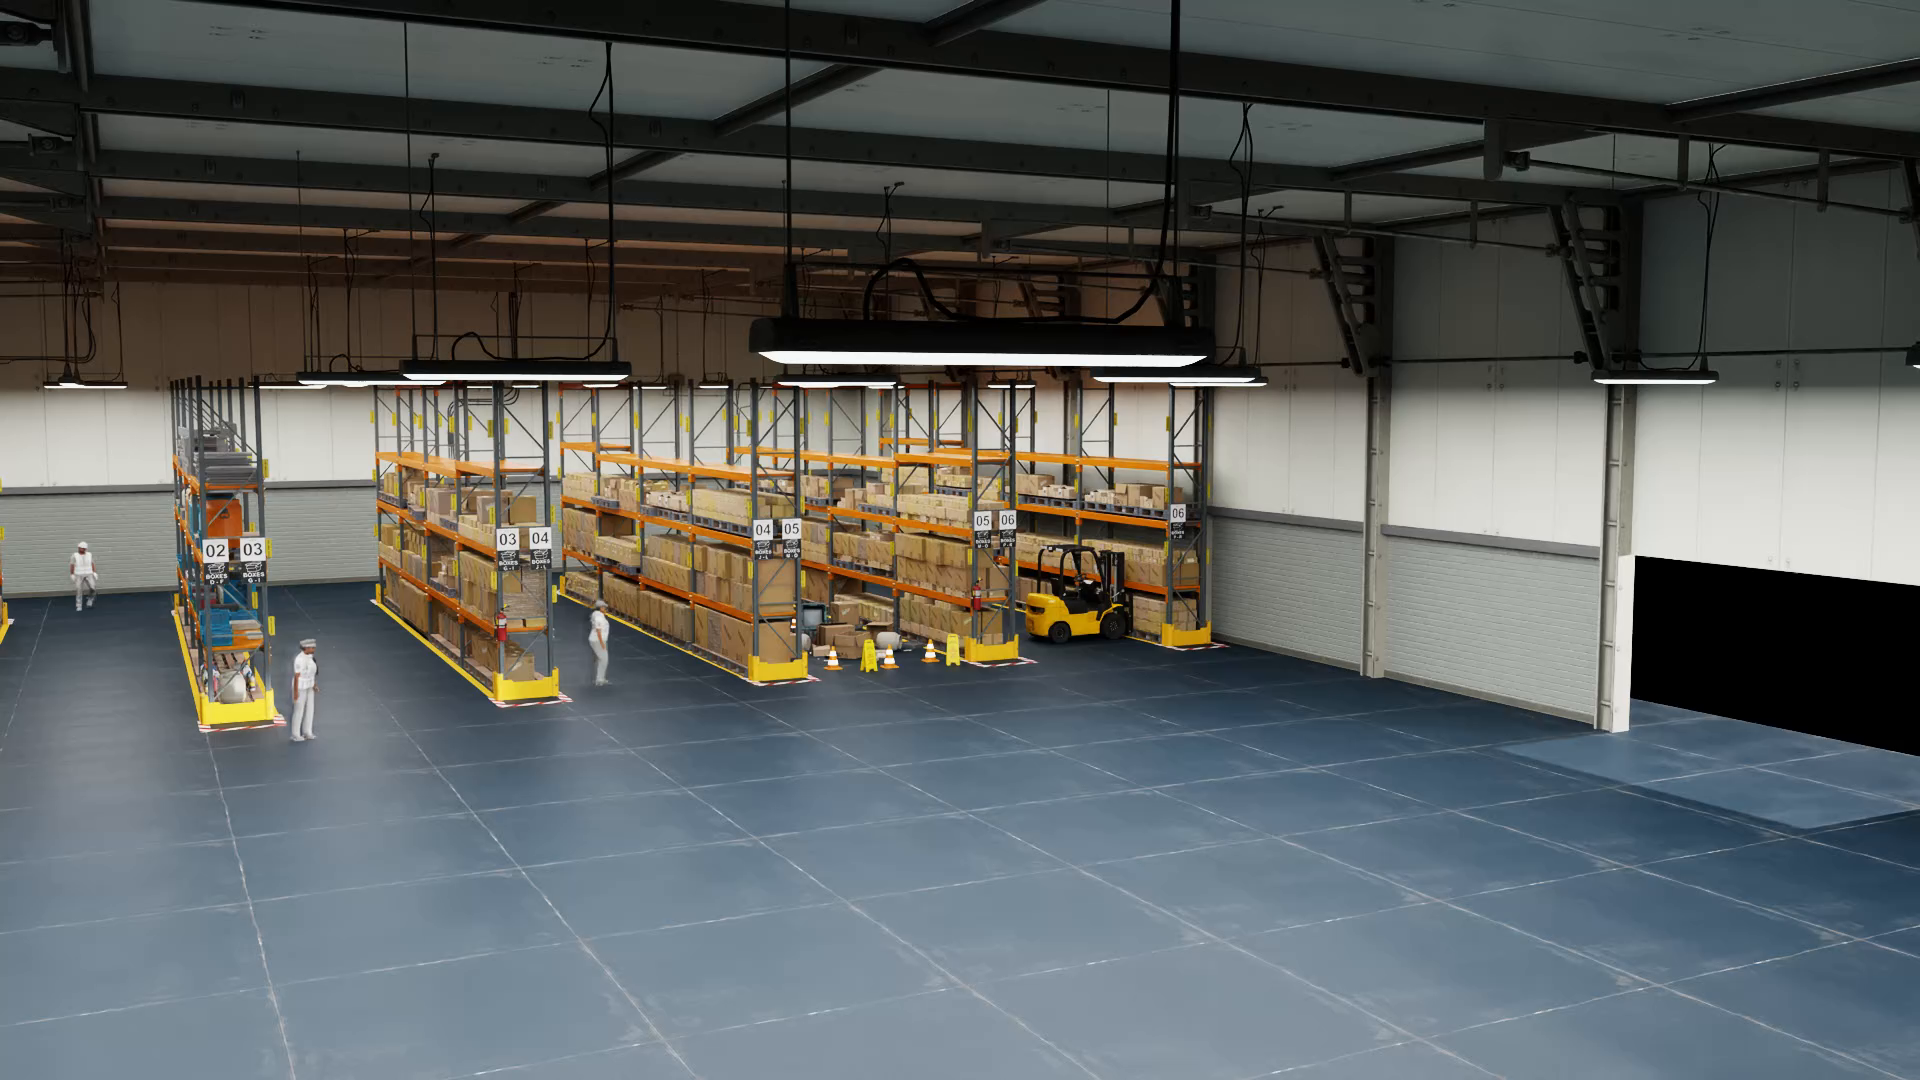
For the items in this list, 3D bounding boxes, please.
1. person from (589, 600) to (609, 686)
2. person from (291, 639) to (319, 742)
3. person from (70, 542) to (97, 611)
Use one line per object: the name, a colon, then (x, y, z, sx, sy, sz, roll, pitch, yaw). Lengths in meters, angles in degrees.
person: (-7.093, 2.037, 32.670, 0.405, 1.728, 0.520, -1, 5, -11)
person: (-10.814, 2.466, 27.420, 0.418, 1.668, 0.498, 1, 5, 8)
person: (-23.161, 0.941, 43.950, 0.610, 1.792, 0.597, -4, 7, -40)
